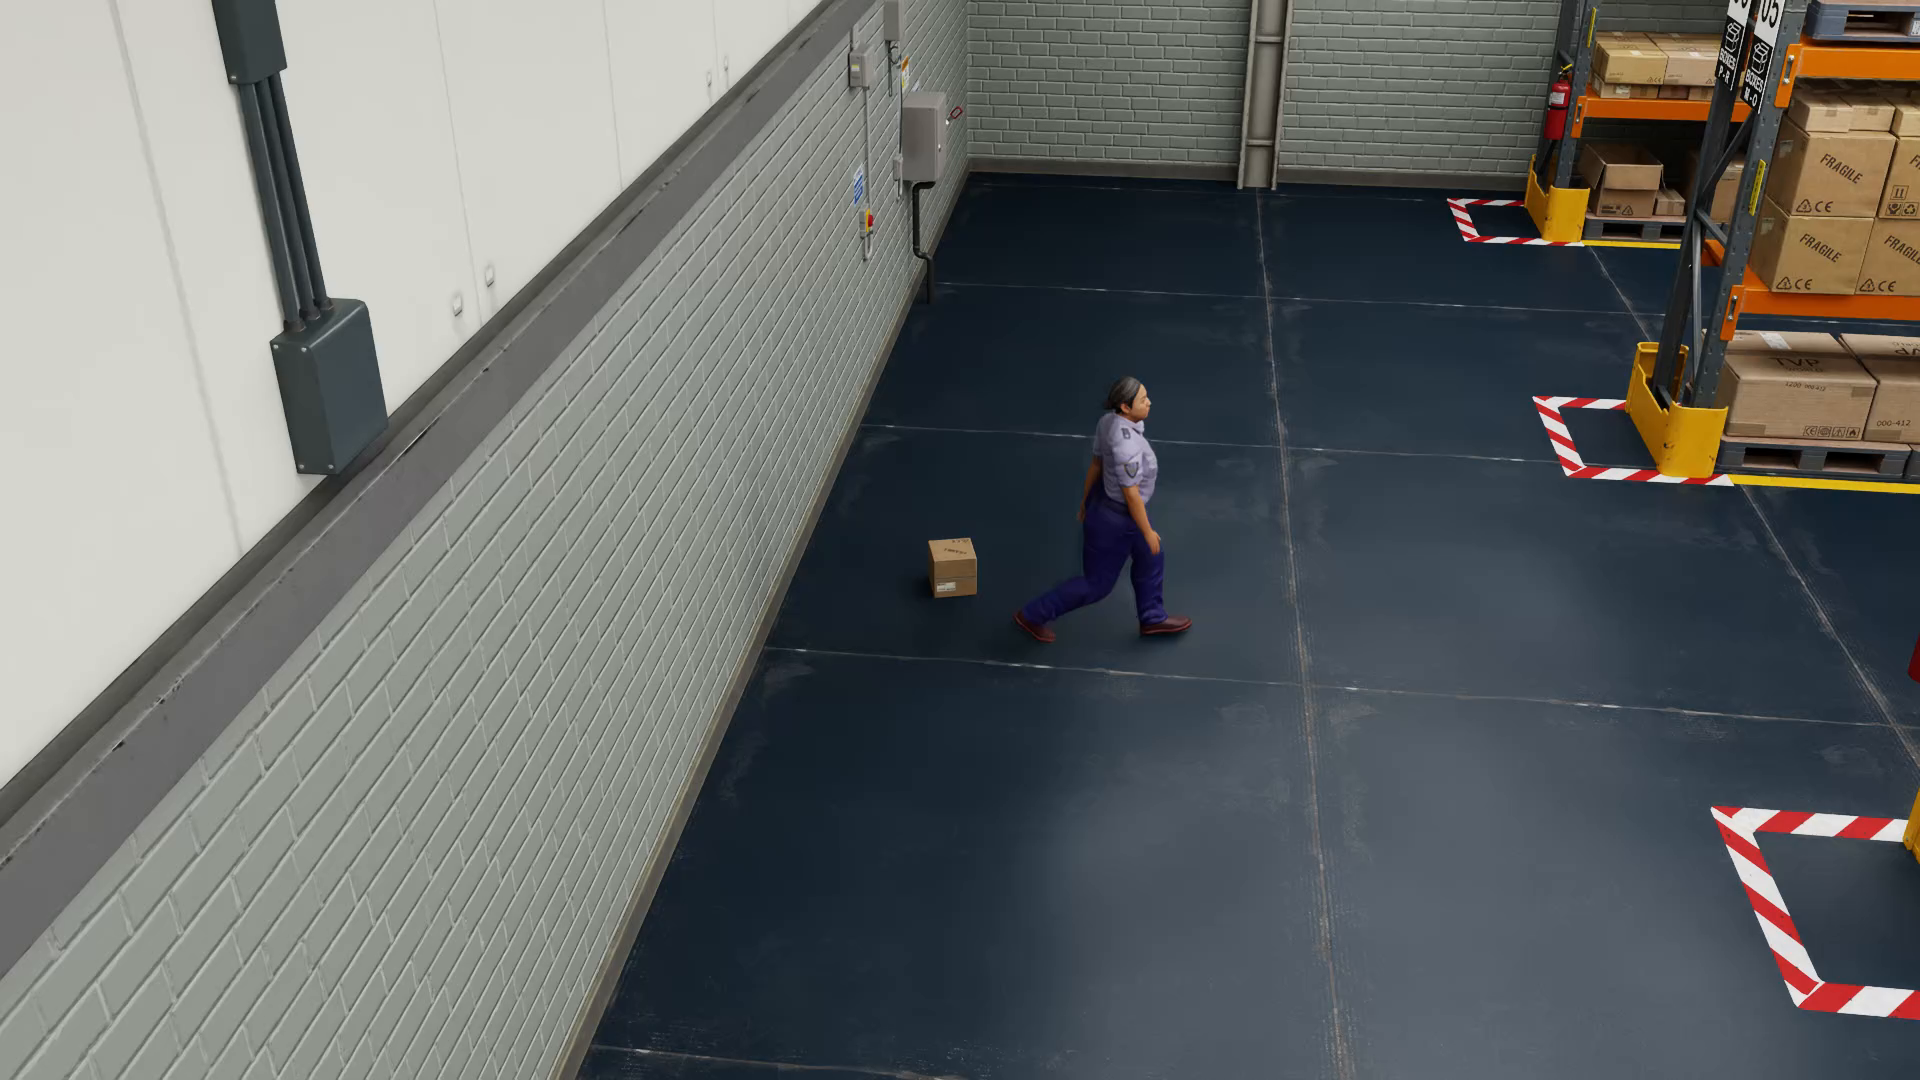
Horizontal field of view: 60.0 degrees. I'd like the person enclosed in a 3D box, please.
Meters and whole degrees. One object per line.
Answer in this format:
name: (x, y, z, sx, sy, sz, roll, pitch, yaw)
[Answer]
person: (0.797, -0.123, 8.916, 1.015, 1.563, 0.507, 0, 29, 1)
